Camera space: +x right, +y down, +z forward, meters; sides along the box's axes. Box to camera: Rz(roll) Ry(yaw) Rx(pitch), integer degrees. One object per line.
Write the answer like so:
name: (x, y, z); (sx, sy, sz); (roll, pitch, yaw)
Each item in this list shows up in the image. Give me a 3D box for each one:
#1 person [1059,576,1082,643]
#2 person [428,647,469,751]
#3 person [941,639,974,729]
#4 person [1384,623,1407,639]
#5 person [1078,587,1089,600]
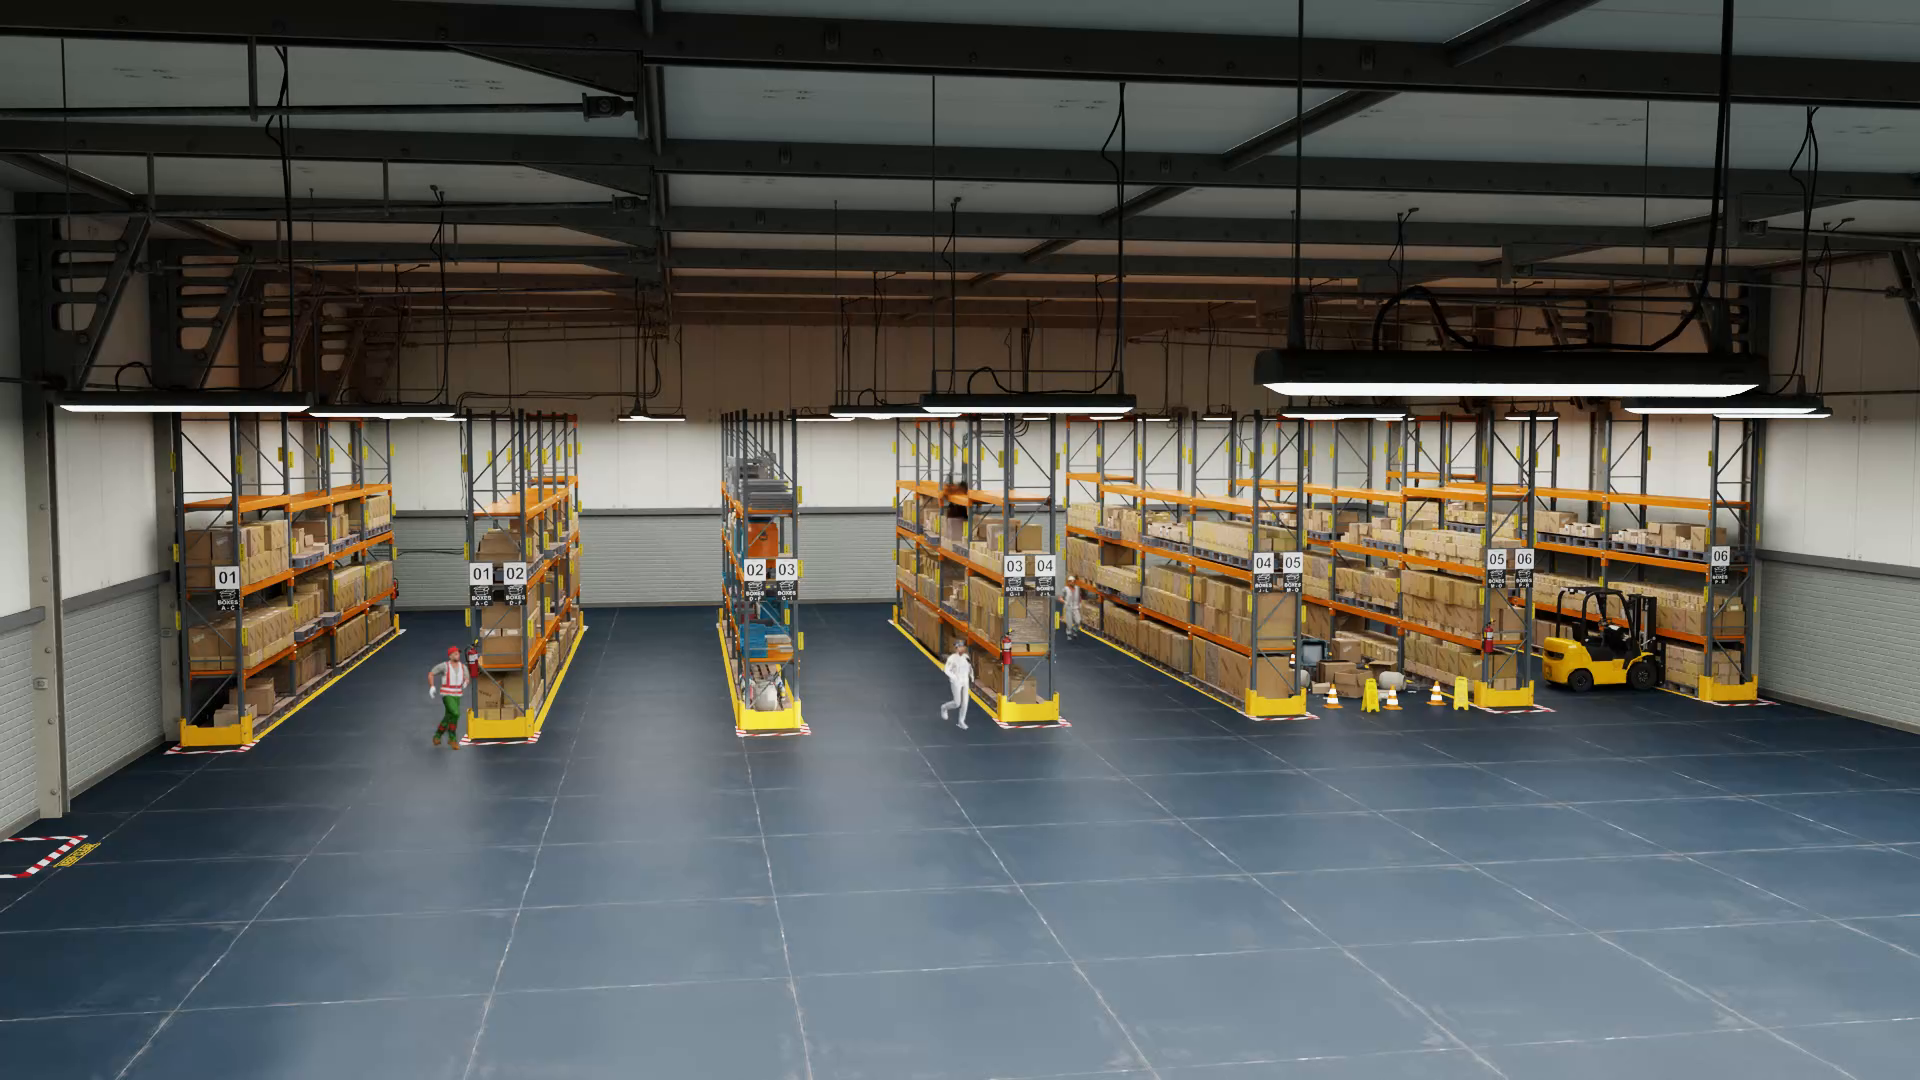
person: (2.909, 1.822, 43.259); (0.648, 1.759, 0.640); (-1, 4, -10)
person: (-8.966, 2.776, 29.406); (0.782, 1.769, 0.688); (3, 5, 36)
person: (-0.031, 2.707, 31.509); (0.628, 1.687, 0.697); (-3, 5, -33)
person: (11.310, 1.904, 43.194); (0.549, 1.662, 1.095); (-1, 4, -12)
person: (3.677, 1.383, 49.819); (0.803, 1.768, 0.643); (-1, 4, -11)
